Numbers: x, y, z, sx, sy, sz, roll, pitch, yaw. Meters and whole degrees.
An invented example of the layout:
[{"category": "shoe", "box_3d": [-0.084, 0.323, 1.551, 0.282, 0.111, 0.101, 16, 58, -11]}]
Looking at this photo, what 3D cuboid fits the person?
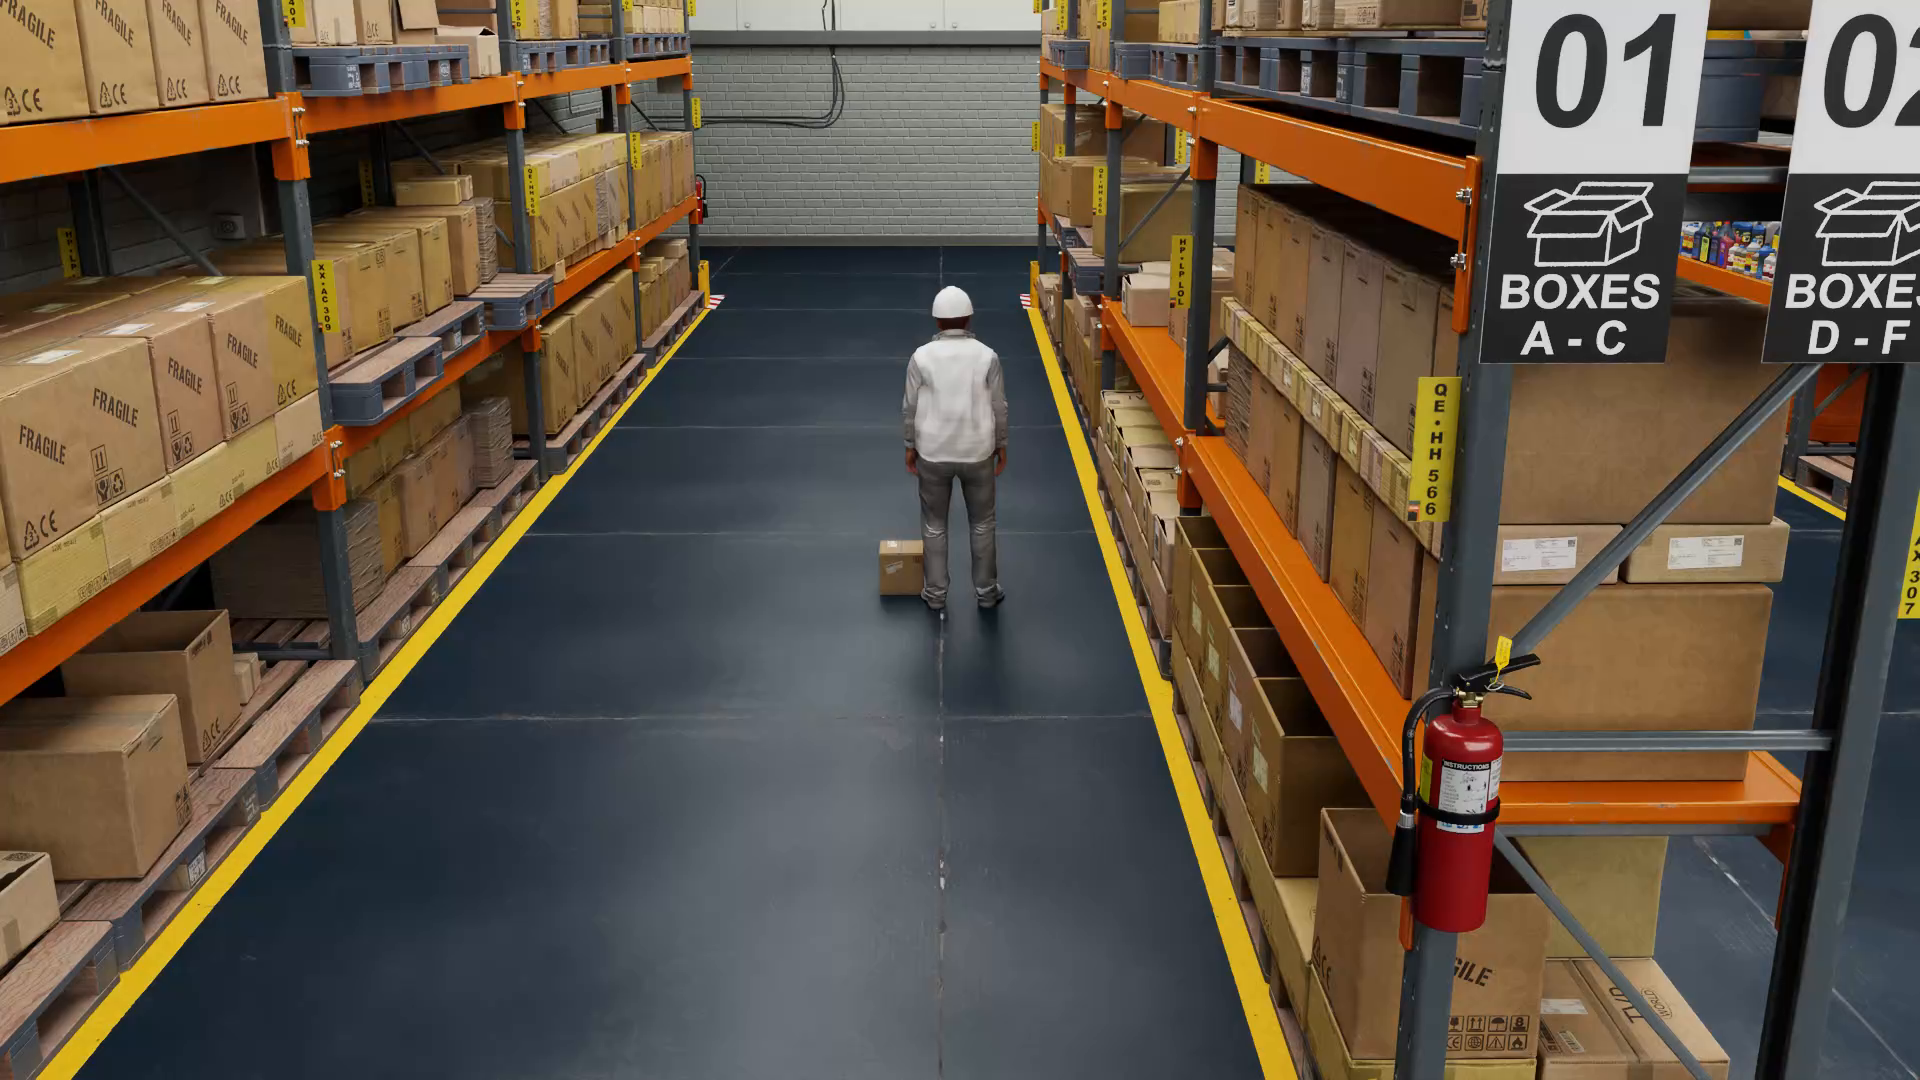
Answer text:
[{"category": "person", "box_3d": [-0.023, -0.493, 9.116, 0.580, 1.769, 0.460, 0, 17, 0]}]
